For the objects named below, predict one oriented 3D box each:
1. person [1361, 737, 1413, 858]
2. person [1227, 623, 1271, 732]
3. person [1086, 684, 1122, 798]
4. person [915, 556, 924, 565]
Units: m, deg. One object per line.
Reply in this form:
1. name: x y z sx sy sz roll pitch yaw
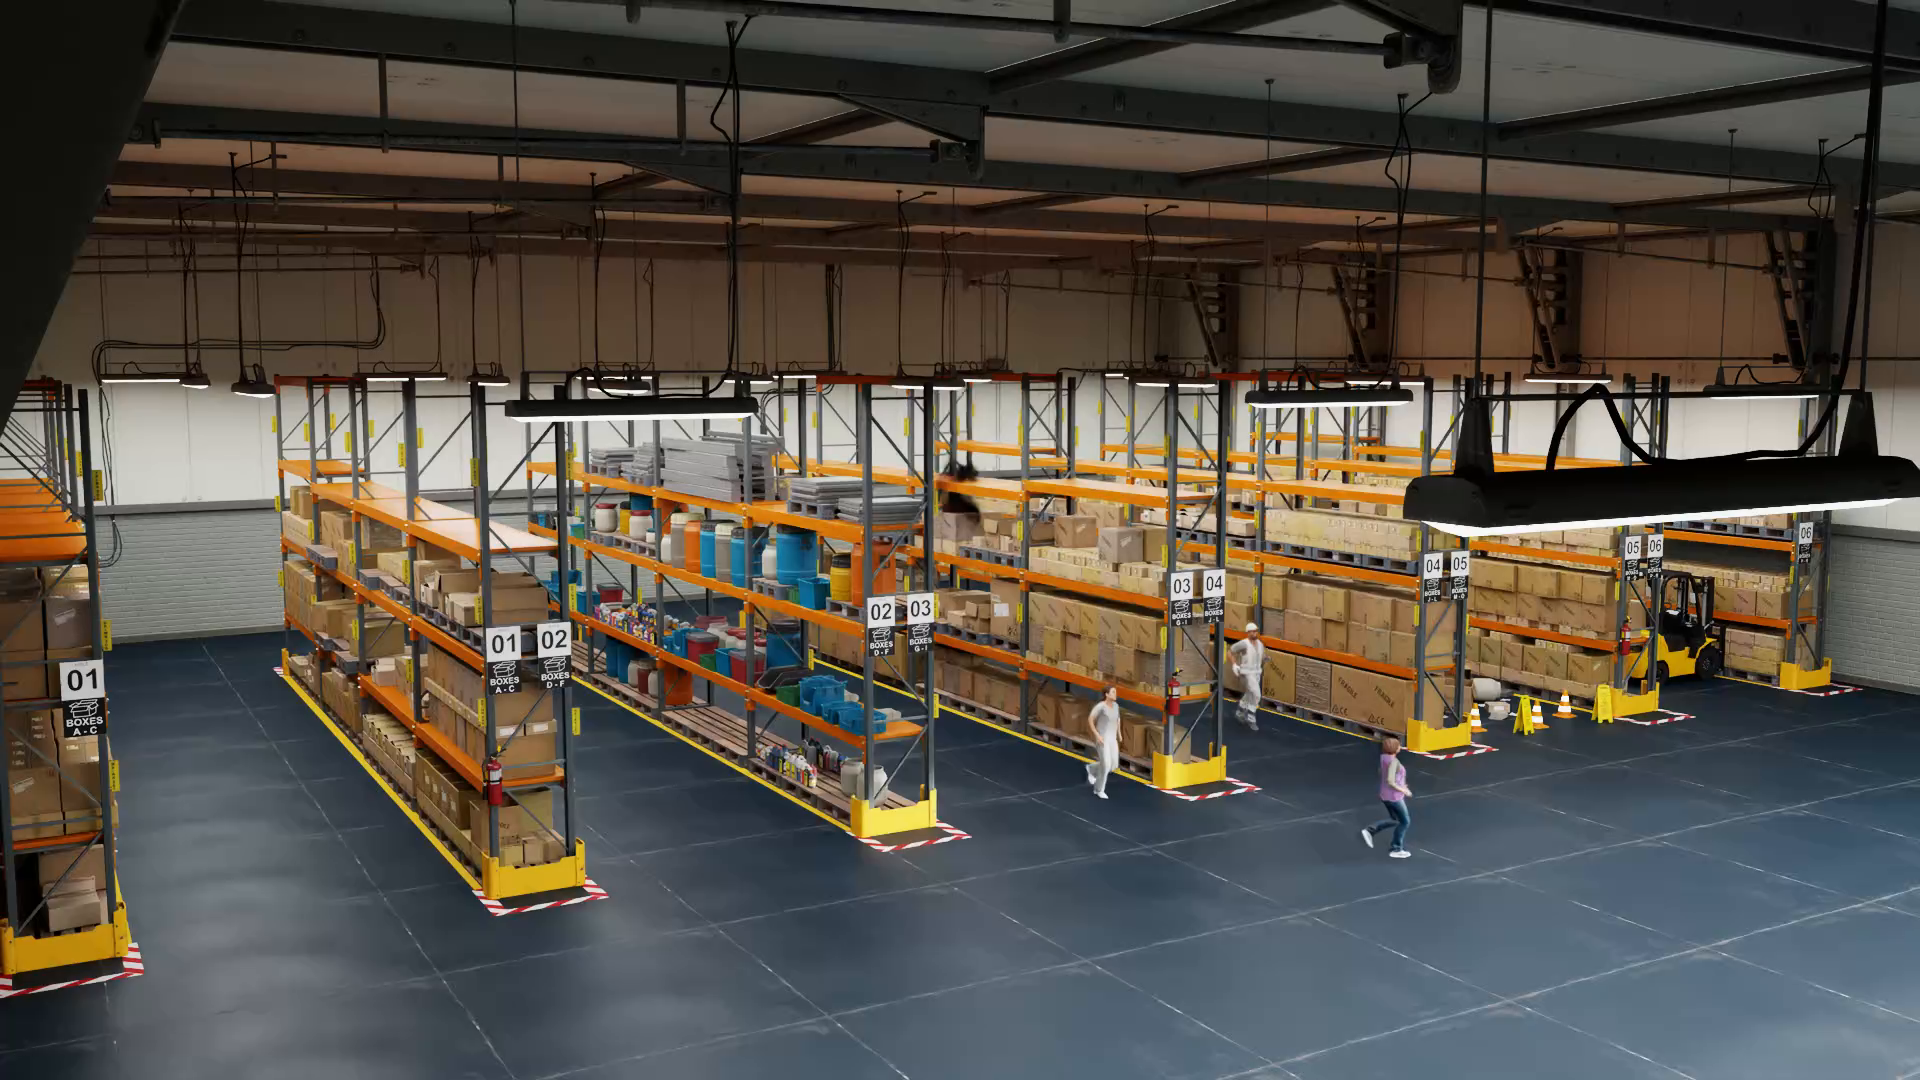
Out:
1. person: 5.423 3.261 21.042 0.622 1.550 0.539 0 6 -4
2. person: 4.970 2.335 28.425 0.650 1.844 0.774 -5 8 -41
3. person: 2.095 2.905 24.220 0.610 1.639 0.566 -5 8 -37
4. person: -1.151 0.910 41.731 0.970 1.723 0.728 -6 9 -44
